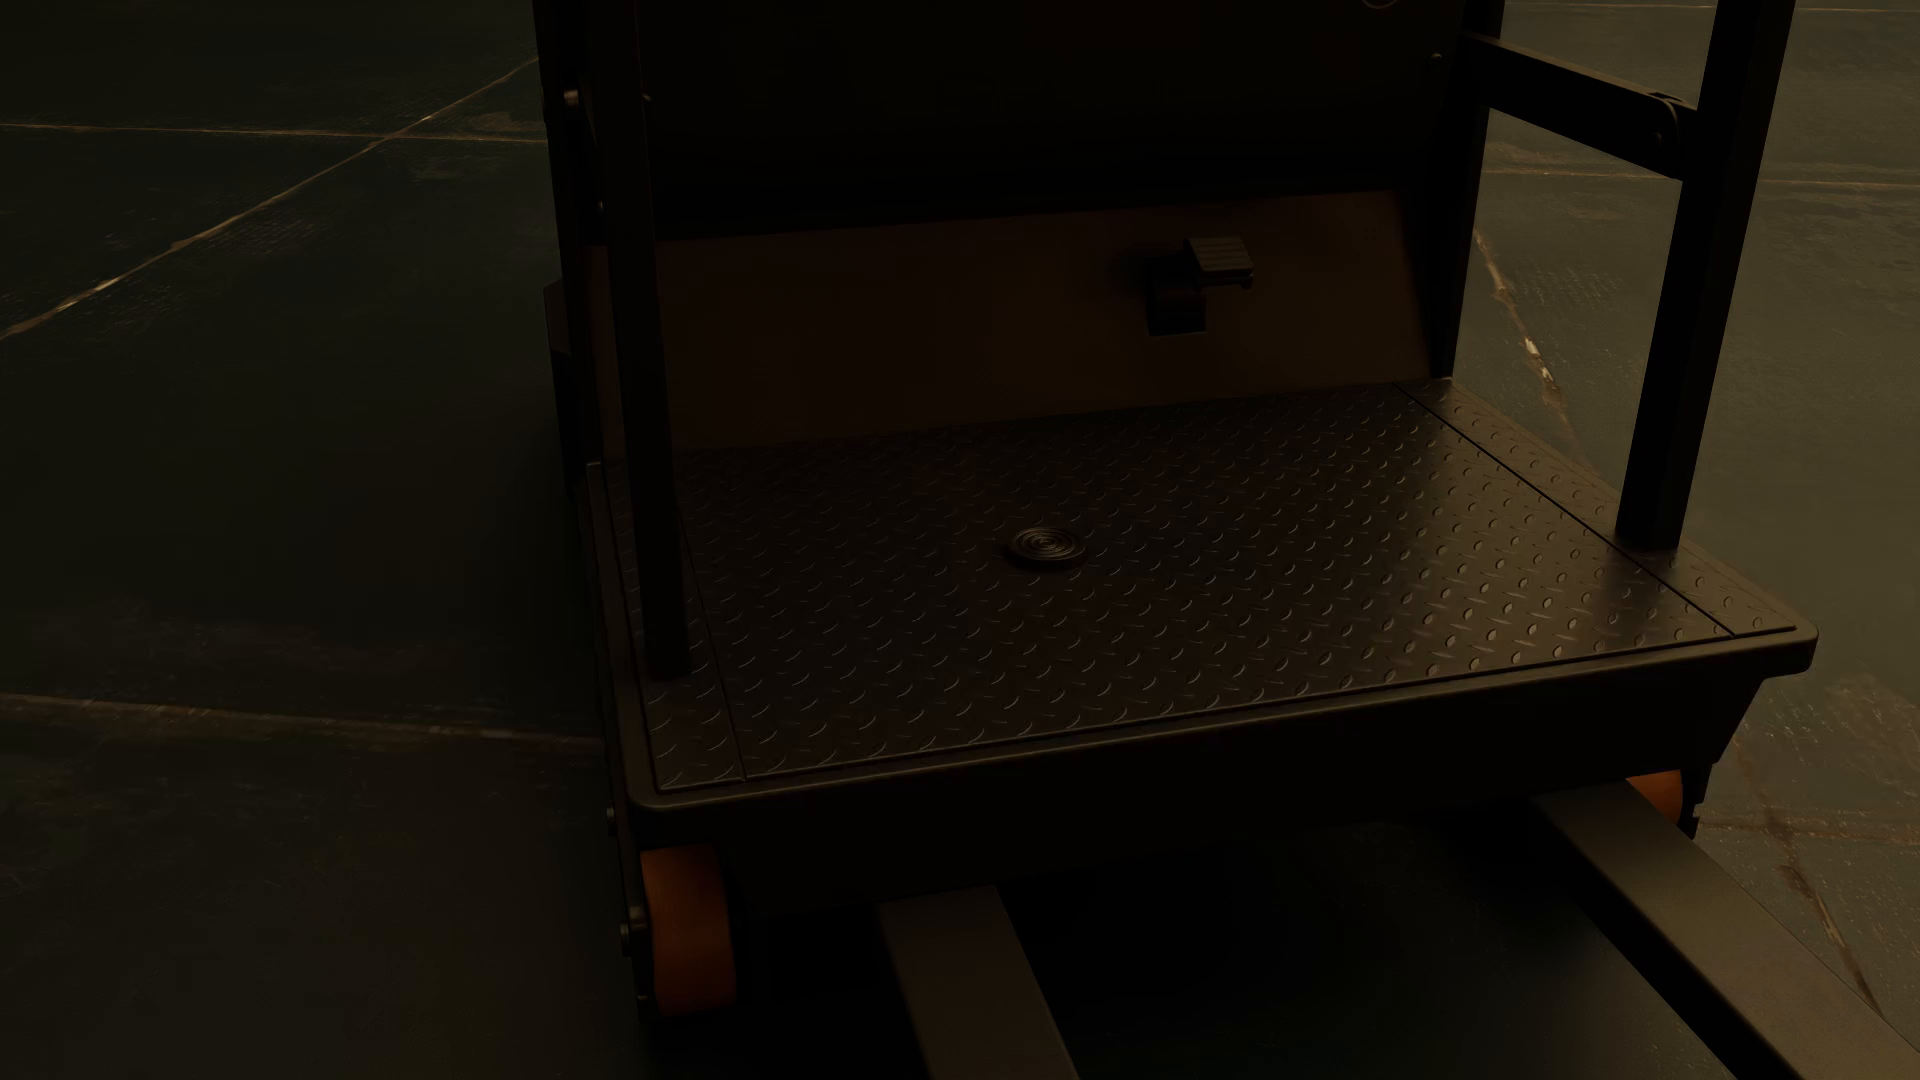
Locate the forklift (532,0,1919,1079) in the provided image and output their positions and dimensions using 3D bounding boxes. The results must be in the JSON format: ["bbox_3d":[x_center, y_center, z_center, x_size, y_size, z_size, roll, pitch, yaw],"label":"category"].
[{"bbox_3d":[0.153,-1.049,1.319,1.130,2.935,3.031,-7,27,-13],"label":"forklift"}]
